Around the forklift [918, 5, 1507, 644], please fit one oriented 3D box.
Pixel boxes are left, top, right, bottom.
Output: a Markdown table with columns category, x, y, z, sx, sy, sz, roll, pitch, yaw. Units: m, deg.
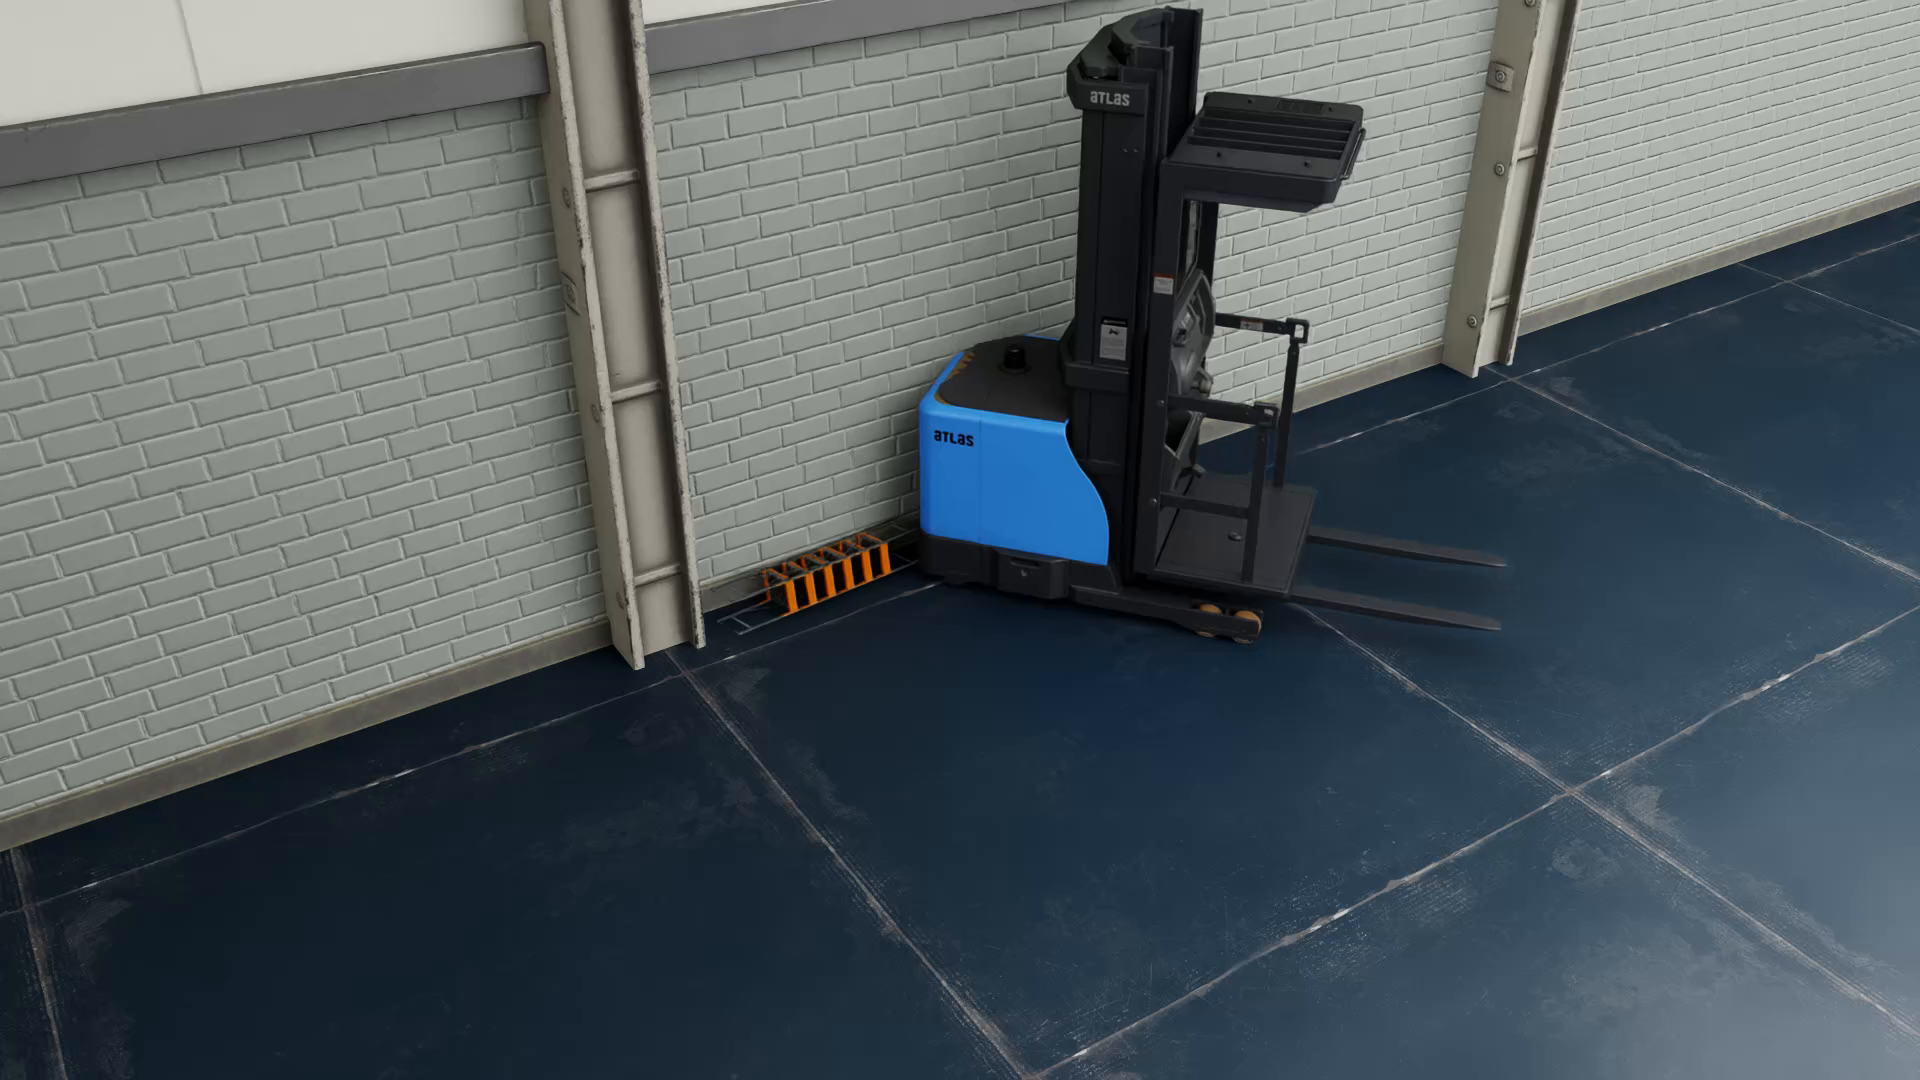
| category | x | y | z | sx | sy | sz | roll | pitch | yaw |
| --- | --- | --- | --- | --- | --- | --- | --- | --- | --- |
| forklift | 1.348 | -1.028 | 8.253 | 3.031 | 2.935 | 1.130 | 10 | 34 | 15 |

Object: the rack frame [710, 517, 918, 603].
| category | x | y | z | sx | sy | sz | roll | pitch | yaw |
| --- | --- | --- | --- | --- | --- | --- | --- | --- | --- |
| rack frame | -0.748 | 0.095 | 8.828 | 1.200 | 0.006 | 0.240 | -22 | 28 | -32 |

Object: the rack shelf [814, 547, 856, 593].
| category | x | y | z | sx | sy | sz | roll | pitch | yaw |
| --- | --- | --- | --- | --- | --- | --- | --- | --- | --- |
| rack shelf | -0.679 | 0.154 | 8.904 | 0.103 | 0.180 | 0.258 | -22 | 28 | -32 |

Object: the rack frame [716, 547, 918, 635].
| category | x | y | z | sx | sy | sz | roll | pitch | yaw |
| --- | --- | --- | --- | --- | --- | --- | --- | --- | --- |
| rack frame | -0.729 | 0.262 | 8.901 | 1.200 | 0.006 | 0.240 | -22 | 28 | -32 |

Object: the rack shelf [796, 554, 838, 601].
| category | x | y | z | sx | sy | sz | roll | pitch | yaw |
| --- | --- | --- | --- | --- | --- | --- | --- | --- | --- |
| rack shelf | -0.774 | 0.193 | 8.841 | 0.103 | 0.180 | 0.258 | -22 | 28 | -32 |

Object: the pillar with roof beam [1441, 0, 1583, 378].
| category | x | y | z | sx | sy | sz | roll | pitch | yaw |
| --- | --- | --- | --- | --- | --- | --- | --- | --- | --- |
| pillar with roof beam | 5.828 | -3.082 | 5.823 | 0.400 | 9.000 | 9.100 | -19 | 37 | -27 |

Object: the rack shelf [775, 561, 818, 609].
| category | x | y | z | sx | sy | sz | roll | pitch | yaw |
| --- | --- | --- | --- | --- | --- | --- | --- | --- | --- |
| rack shelf | -0.868 | 0.231 | 8.778 | 0.103 | 0.180 | 0.258 | -22 | 28 | -32 |

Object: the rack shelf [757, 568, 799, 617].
| category | x | y | z | sx | sy | sz | roll | pitch | yaw |
| --- | --- | --- | --- | --- | --- | --- | --- | --- | --- |
| rack shelf | -0.962 | 0.270 | 8.715 | 0.103 | 0.180 | 0.258 | -22 | 28 | -32 |

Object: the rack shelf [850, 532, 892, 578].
| category | x | y | z | sx | sy | sz | roll | pitch | yaw |
| --- | --- | --- | --- | --- | --- | --- | --- | --- | --- |
| rack shelf | -0.490 | 0.077 | 9.031 | 0.103 | 0.180 | 0.258 | -22 | 28 | -32 |

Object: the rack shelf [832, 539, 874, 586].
| category | x | y | z | sx | sy | sz | roll | pitch | yaw |
| --- | --- | --- | --- | --- | --- | --- | --- | --- | --- |
| rack shelf | -0.585 | 0.116 | 8.968 | 0.103 | 0.180 | 0.258 | -22 | 28 | -32 |

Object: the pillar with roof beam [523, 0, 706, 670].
| category | x | y | z | sx | sy | sz | roll | pitch | yaw |
| --- | --- | --- | --- | --- | --- | --- | --- | --- | --- |
| pillar with roof beam | 0.785 | -1.348 | 3.074 | 0.400 | 9.000 | 9.100 | -19 | 37 | -27 |

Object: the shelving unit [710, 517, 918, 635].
| category | x | y | z | sx | sy | sz | roll | pitch | yaw |
| --- | --- | --- | --- | --- | --- | --- | --- | --- | --- |
| shelving unit | -0.739 | 0.179 | 8.864 | 1.200 | 0.189 | 0.258 | -22 | 28 | -32 |
